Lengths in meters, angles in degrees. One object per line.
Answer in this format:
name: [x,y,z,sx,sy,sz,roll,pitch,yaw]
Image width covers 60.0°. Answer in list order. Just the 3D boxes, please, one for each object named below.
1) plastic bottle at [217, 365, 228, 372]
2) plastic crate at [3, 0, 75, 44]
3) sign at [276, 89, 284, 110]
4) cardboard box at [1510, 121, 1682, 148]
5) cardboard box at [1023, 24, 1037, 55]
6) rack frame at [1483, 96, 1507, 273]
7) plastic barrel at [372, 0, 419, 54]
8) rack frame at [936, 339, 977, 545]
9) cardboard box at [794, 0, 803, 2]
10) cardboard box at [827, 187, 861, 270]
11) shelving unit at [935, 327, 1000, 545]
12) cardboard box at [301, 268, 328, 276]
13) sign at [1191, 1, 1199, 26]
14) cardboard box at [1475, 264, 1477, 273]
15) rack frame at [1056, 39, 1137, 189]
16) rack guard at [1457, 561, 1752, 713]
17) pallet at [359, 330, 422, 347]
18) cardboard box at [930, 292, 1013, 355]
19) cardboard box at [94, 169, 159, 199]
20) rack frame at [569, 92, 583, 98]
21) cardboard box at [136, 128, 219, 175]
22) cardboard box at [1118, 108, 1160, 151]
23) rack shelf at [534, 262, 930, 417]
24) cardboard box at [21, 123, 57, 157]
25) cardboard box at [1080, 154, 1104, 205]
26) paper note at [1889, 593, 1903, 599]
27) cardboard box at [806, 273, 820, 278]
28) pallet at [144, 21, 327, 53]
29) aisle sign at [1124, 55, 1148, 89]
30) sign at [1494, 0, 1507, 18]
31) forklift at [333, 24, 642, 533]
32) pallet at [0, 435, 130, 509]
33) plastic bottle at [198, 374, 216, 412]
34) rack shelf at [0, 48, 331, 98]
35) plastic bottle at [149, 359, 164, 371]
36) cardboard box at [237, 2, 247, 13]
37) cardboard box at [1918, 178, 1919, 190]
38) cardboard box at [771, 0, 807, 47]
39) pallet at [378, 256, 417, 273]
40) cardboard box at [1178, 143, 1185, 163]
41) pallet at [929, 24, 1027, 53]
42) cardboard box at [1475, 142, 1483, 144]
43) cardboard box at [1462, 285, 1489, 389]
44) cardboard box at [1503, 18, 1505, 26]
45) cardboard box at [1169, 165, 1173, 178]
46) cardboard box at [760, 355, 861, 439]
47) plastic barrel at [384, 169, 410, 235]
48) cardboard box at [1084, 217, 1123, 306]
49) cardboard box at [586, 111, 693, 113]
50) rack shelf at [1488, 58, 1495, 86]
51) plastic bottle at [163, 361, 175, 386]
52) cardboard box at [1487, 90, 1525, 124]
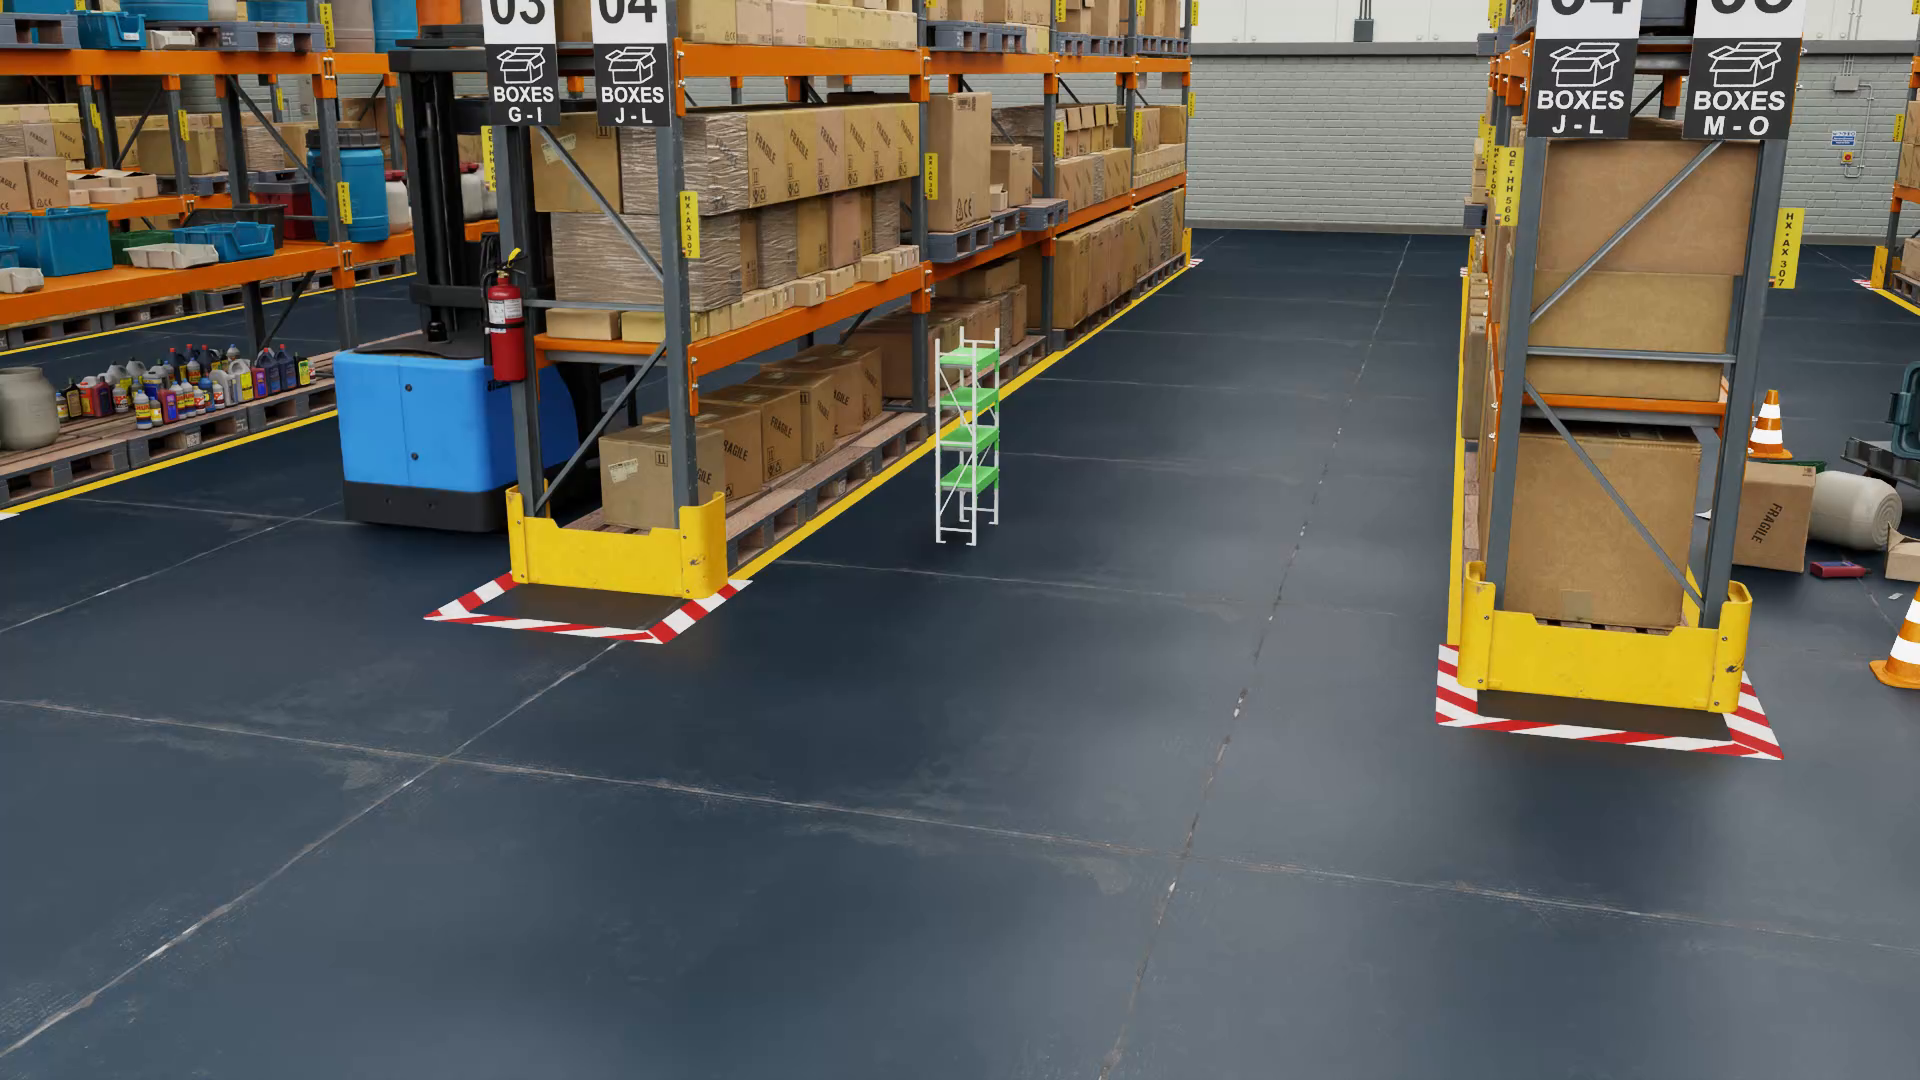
plastic bottle: [-5.640,-1.208,12.764,0.061,0.283,0.133,5,16,16]
plastic crate: [-6.365,-3.539,11.342,0.392,0.384,0.575,5,16,16]
sign: [-11.054,-7.161,27.023,0.100,0.325,0.005,5,16,16]
cardboard box: [3.526,-2.047,9.295,0.875,0.550,0.550,5,16,16]
cardboard box: [0.376,-4.387,14.577,0.500,0.250,0.500,5,16,16]
rack frame: [5.130,-2.879,14.483,1.000,3.000,0.127,5,16,16]
plastic barrel: [-5.174,-4.804,14.854,0.600,0.901,0.708,5,16,16]
rack frame: [-0.022,-0.557,9.593,0.240,1.200,0.015,5,16,16]
cardboard box: [-1.141,-3.221,9.734,0.380,0.149,0.250,4,16,15]
cardboard box: [-1.142,-2.055,10.850,0.875,0.500,0.500,5,16,16]
shelving unit: [0.047,-0.621,9.818,0.258,1.200,0.503,5,16,16]
cardboard box: [-8.256,-3.571,20.696,0.500,0.500,0.500,4,16,14]
sign: [3.193,-7.168,22.631,0.100,0.325,0.005,5,16,16]
cardboard box: [6.117,-3.078,19.094,0.380,0.149,0.250,4,16,13]
rack frame: [1.540,-4.337,19.622,1.000,3.000,0.127,5,16,16]
rack guard: [2.850,0.423,7.423,1.175,0.500,0.348,5,16,16]
pallet: [-4.951,-1.815,15.842,1.003,0.211,1.213,5,16,16]
cardboard box: [0.087,-1.976,15.075,0.700,0.500,0.500,3,16,11]
cardboard box: [-9.238,-3.925,18.333,0.500,0.311,0.500,6,17,19]
rack frame: [-4.345,-3.674,17.287,1.000,3.000,0.127,5,16,16]
cardboard box: [-9.022,-4.483,19.185,0.700,0.500,0.500,-1,16,-3]
cardboard box: [2.212,-5.139,20.805,0.500,0.500,0.500,4,16,14]
rack shelf: [-1.302,-1.374,10.496,1.077,0.370,4.000,5,16,16]
cardboard box: [-12.732,-5.415,22.660,0.500,0.500,0.500,5,17,16]
cardboard box: [1.233,-3.844,17.703,0.500,0.500,0.500,5,16,16]
paper note: [4.933,0.296,8.767,0.123,0.001,0.032,-15,21,-41]
cardboard box: [-1.097,-1.593,10.409,0.380,0.149,0.250,5,16,16]
pallet: [-5.593,-3.784,12.521,1.213,0.211,1.003,5,16,16]
aisle sign: [2.410,-6.676,23.105,0.394,0.787,0.004,5,16,16]
sign: [4.611,-4.614,14.154,0.100,0.325,0.005,5,16,16]
forklift: [-2.763,-1.813,10.851,1.130,2.935,3.031,5,17,18]
pallet: [-6.406,-0.475,11.119,1.003,0.211,1.213,5,16,16]
plastic bottle: [-5.621,-1.099,12.402,0.097,0.271,0.097,0,16,0]
rack shelf: [-6.050,-3.202,11.441,1.077,0.370,4.000,5,16,16]
plastic bottle: [-6.250,-1.264,12.962,0.061,0.283,0.133,5,17,18]
cardboard box: [-8.673,-6.412,19.426,0.500,0.500,0.500,5,16,16]
cardboard box: [11.488,-4.293,19.286,0.500,0.500,0.500,5,16,16]
cardboard box: [-1.200,-2.939,9.472,0.500,0.250,0.500,5,16,16]
pallet: [-7.760,-3.944,23.348,1.003,0.211,1.213,5,16,16]
cardboard box: [2.794,-5.307,22.772,0.500,0.250,0.500,4,16,15]
pallet: [-0.164,-4.021,13.357,1.213,0.211,1.003,5,16,16]
cardboard box: [5.420,-3.953,16.871,0.380,0.149,0.250,4,16,15]
cardboard box: [4.626,-1.618,13.389,1.050,0.750,0.750,5,17,17]
cardboard box: [5.049,-4.539,14.657,0.500,0.500,0.500,5,16,16]
cardboard box: [2.603,-4.876,21.985,0.380,0.149,0.250,4,16,15]
cardboard box: [-1.041,-0.991,11.638,0.500,0.500,0.500,11,19,33]
plastic barrel: [-5.000,-2.927,14.401,0.433,0.535,0.433,0,16,0]
cardboard box: [1.125,-3.114,18.434,1.225,0.875,0.875,4,16,14]
cardboard box: [-1.814,-2.164,9.400,0.500,0.500,0.500,5,16,16]
rack shelf: [6.835,-5.546,19.706,1.077,0.370,4.000,5,16,16]
plastic bottle: [-6.169,-1.257,12.958,0.097,0.271,0.097,0,16,0]
cardboard box: [6.141,-4.742,18.490,0.500,0.500,0.500,4,16,14]
